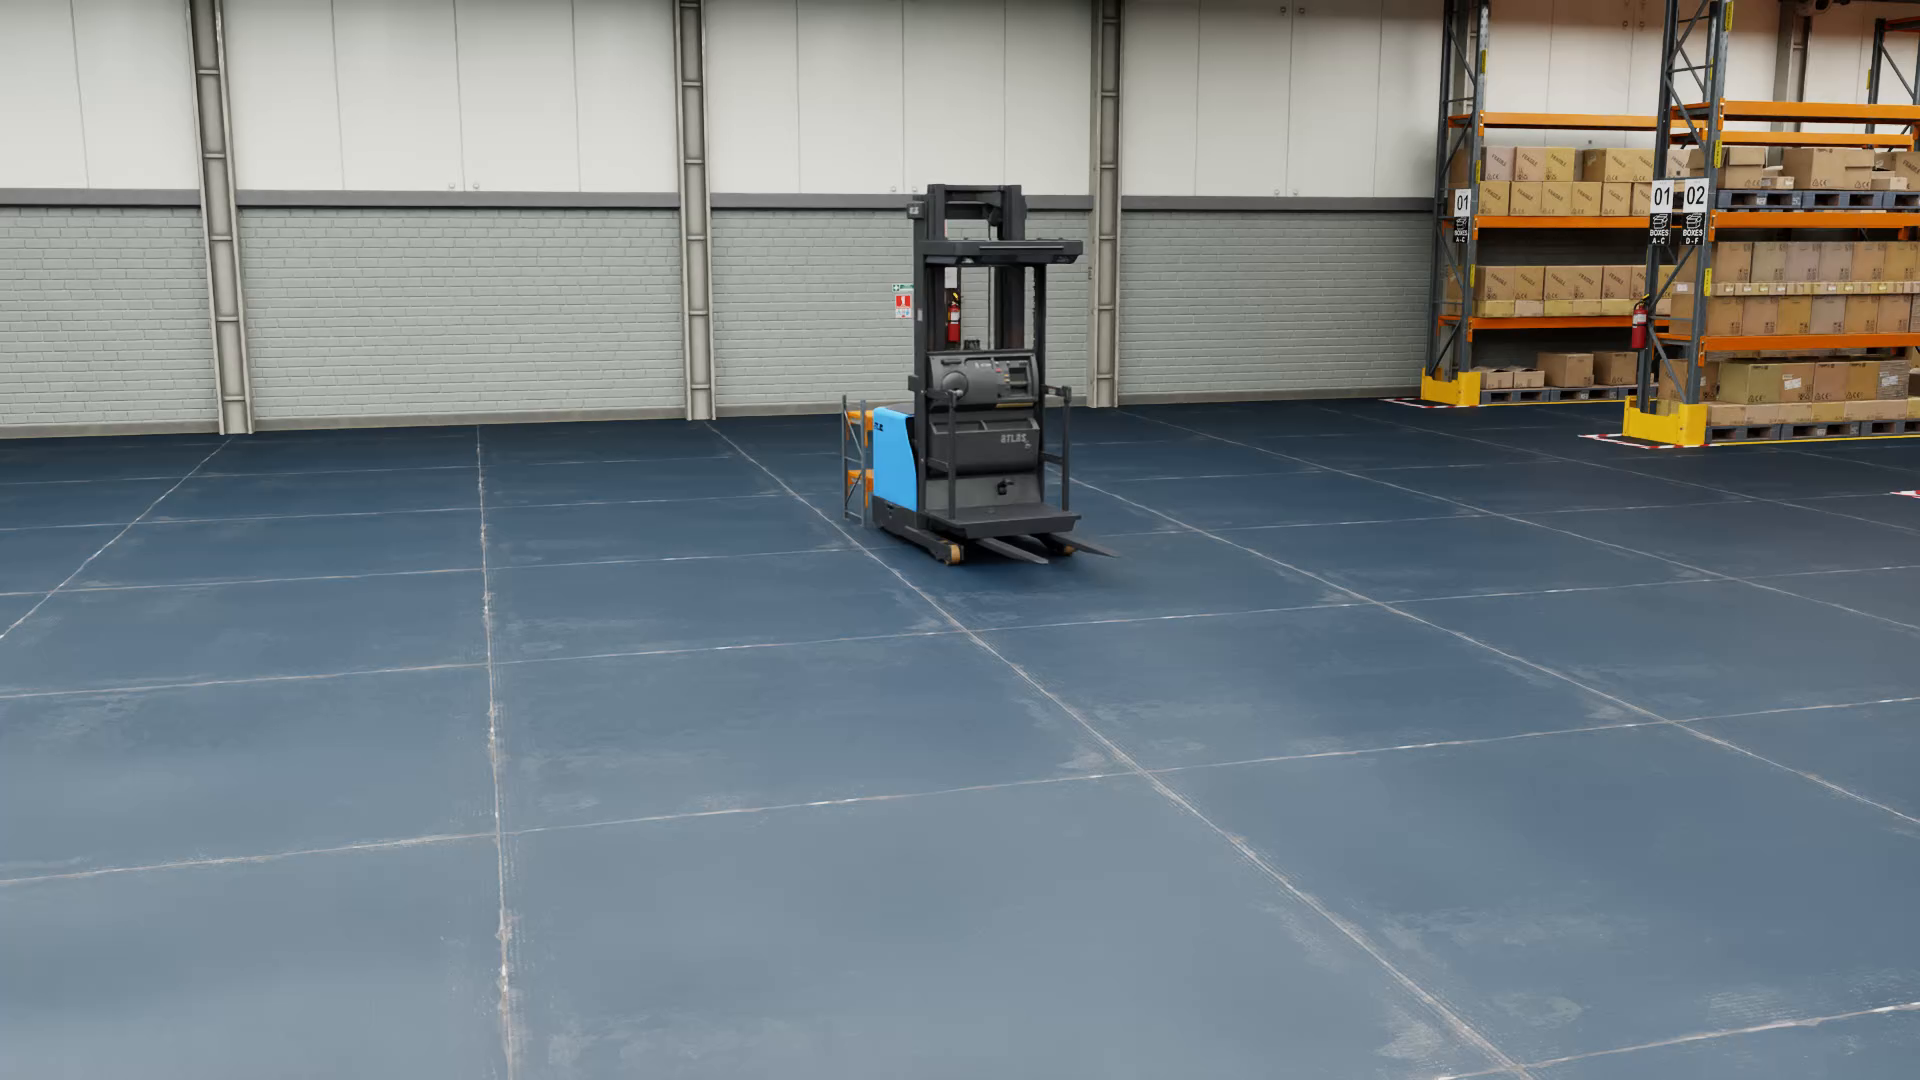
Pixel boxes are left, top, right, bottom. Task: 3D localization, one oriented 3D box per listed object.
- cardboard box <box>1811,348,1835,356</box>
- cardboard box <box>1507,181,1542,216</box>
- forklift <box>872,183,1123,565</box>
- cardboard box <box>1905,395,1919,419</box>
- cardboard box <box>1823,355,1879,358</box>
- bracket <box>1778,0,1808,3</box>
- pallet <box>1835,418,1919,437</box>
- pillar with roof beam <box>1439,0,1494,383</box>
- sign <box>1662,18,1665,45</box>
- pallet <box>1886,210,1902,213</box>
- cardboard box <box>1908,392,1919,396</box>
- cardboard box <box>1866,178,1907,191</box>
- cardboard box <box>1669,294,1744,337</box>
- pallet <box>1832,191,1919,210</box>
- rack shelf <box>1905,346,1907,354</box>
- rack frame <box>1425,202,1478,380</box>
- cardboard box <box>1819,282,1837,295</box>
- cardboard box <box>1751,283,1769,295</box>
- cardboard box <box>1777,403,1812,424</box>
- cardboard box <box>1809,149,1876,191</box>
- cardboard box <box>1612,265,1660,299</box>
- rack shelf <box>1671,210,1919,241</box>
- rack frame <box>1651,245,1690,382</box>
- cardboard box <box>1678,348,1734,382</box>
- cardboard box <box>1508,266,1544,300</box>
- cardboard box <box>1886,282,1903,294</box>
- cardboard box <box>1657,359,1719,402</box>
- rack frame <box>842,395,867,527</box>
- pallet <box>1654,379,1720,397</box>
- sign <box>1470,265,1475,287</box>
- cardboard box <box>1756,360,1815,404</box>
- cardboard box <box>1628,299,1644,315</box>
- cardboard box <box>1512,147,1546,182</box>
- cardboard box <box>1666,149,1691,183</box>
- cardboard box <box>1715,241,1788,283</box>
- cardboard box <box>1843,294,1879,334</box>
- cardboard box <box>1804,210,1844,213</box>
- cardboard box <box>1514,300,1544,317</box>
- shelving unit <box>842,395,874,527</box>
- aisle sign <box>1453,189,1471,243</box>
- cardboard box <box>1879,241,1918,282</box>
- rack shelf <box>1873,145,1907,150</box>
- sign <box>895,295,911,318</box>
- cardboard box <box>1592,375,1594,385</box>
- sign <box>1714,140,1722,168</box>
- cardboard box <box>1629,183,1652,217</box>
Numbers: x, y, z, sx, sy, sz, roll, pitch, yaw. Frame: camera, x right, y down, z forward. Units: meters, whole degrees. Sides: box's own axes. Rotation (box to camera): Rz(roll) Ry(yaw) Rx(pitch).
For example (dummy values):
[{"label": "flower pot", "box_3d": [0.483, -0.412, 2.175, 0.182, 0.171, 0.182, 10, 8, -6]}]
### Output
[{"label": "cardboard box", "box_3d": [13.934, -2.936, 27.401, 0.500, 0.500, 0.700, -3, 11, -16]}, {"label": "cardboard box", "box_3d": [8.374, -5.125, 24.982, 0.500, 0.500, 0.500, -2, 11, -12]}, {"label": "forklift", "box_3d": [0.284, -1.331, 13.183, 1.130, 2.935, 3.031, -5, 11, -23]}, {"label": "cardboard box", "box_3d": [12.302, -1.730, 21.594, 0.500, 0.250, 0.500, -3, 11, -16]}, {"label": "cardboard box", "box_3d": [11.675, -2.165, 21.884, 0.500, 0.500, 0.500, -3, 11, -16]}, {"label": "bracket", "box_3d": [13.349, -8.723, 26.635, 0.430, 0.232, 0.235, -3, 11, -16]}, {"label": "pallet", "box_3d": [11.911, -1.533, 21.791, 1.213, 0.211, 1.003, -3, 11, -16]}, {"label": "pillar with roof beam", "box_3d": [9.091, -5.984, 21.695, 0.548, 9.000, 9.100, -3, 11, -16]}, {"label": "sign", "box_3d": [8.707, -6.279, 20.499, 0.005, 0.325, 0.100, -3, 11, -16]}, {"label": "pallet", "box_3d": [15.742, -5.425, 27.466, 1.003, 0.211, 1.213, -2, 11, -13]}, {"label": "cardboard box", "box_3d": [13.003, -1.863, 22.316, 0.500, 0.250, 0.500, -3, 11, -16]}, {"label": "cardboard box", "box_3d": [11.604, -4.456, 20.828, 0.250, 0.149, 0.380, -3, 11, -16]}, {"label": "cardboard box", "box_3d": [9.297, -2.806, 20.725, 0.500, 0.500, 0.700, -3, 11, -16]}, {"label": "pallet", "box_3d": [11.874, -4.321, 21.195, 1.213, 0.211, 1.003, -3, 11, -16]}, {"label": "rack shelf", "box_3d": [14.606, -2.685, 22.332, 4.000, 0.370, 1.077, -3, 11, -16]}, {"label": "rack frame", "box_3d": [7.457, -3.596, 25.294, 0.127, 3.000, 1.000, -3, 11, -16]}, {"label": "cardboard box", "box_3d": [10.758, -3.163, 20.876, 0.250, 0.149, 0.380, -3, 11, -15]}, {"label": "cardboard box", "box_3d": [9.775, -3.112, 20.597, 0.250, 0.149, 0.380, -3, 11, -16]}, {"label": "cardboard box", "box_3d": [10.382, -1.629, 21.044, 0.500, 0.250, 0.500, -3, 11, -16]}, {"label": "cardboard box", "box_3d": [11.069, -4.677, 21.052, 0.637, 0.503, 0.797, -2, 11, -10]}, {"label": "cardboard box", "box_3d": [10.453, -3.999, 25.773, 0.500, 0.500, 0.500, -3, 11, -16]}, {"label": "rack shelf", "box_3d": [10.766, -3.958, 20.961, 4.000, 0.370, 1.077, -3, 11, -16]}, {"label": "rack frame", "box_3d": [11.298, -3.798, 26.394, 0.127, 3.000, 1.000, -3, 11, -16]}, {"label": "cardboard box", "box_3d": [12.000, -2.825, 26.799, 0.500, 0.500, 0.700, -3, 11, -14]}, {"label": "cardboard box", "box_3d": [8.477, -3.896, 25.212, 0.500, 0.500, 0.500, -3, 11, -16]}, {"label": "cardboard box", "box_3d": [11.744, -3.215, 21.159, 0.250, 0.149, 0.380, -3, 11, -16]}, {"label": "cardboard box", "box_3d": [9.277, -2.037, 21.189, 0.500, 0.500, 0.500, -3, 11, -16]}, {"label": "rack frame", "box_3d": [-0.941, -0.705, 14.766, 0.032, 1.125, 0.500, -5, 11, -25]}, {"label": "pallet", "box_3d": [12.045, -2.467, 26.862, 1.213, 0.211, 1.003, -3, 11, -16]}, {"label": "sign", "box_3d": [7.609, -3.927, 24.704, 0.005, 0.325, 0.100, -3, 11, -16]}, {"label": "cardboard box", "box_3d": [10.378, -2.000, 20.987, 0.500, 0.500, 0.500, -3, 11, -16]}, {"label": "cardboard box", "box_3d": [10.447, -3.634, 25.860, 0.500, 0.250, 0.500, -3, 11, -16]}, {"label": "cardboard box", "box_3d": [8.391, -5.616, 24.888, 0.500, 0.500, 0.500, -3, 11, -17]}, {"label": "cardboard box", "box_3d": [10.892, -5.752, 25.627, 0.500, 0.500, 0.500, -4, 11, -21]}, {"label": "cardboard box", "box_3d": [9.851, -3.474, 20.772, 0.500, 0.500, 0.700, -3, 11, -17]}, {"label": "cardboard box", "box_3d": [11.274, -2.910, 21.295, 0.500, 0.500, 0.700, -3, 11, -15]}, {"label": "cardboard box", "box_3d": [13.868, -5.487, 26.942, 0.637, 0.503, 0.797, -1, 11, -8]}, {"label": "cardboard box", "box_3d": [8.509, -3.530, 25.297, 0.500, 0.250, 0.500, -3, 11, -18]}, {"label": "shelving unit", "box_3d": [-0.480, -0.744, 14.977, 1.048, 1.125, 0.538, -5, 11, -25]}, {"label": "aisle sign", "box_3d": [7.472, -4.819, 24.756, 0.004, 0.787, 0.394, -3, 11, -16]}, {"label": "cardboard box", "box_3d": [11.777, -3.575, 21.323, 0.500, 0.500, 0.700, -3, 11, -16]}, {"label": "rack shelf", "box_3d": [17.059, -6.502, 27.601, 4.000, 0.370, 1.077, -3, 11, -16]}, {"label": "sign", "box_3d": [-0.817, -3.367, 23.953, 0.234, 0.329, 0.001, -3, 11, -16]}, {"label": "cardboard box", "box_3d": [9.756, -2.535, 26.192, 0.250, 0.149, 0.380, -4, 11, -21]}, {"label": "sign", "box_3d": [8.995, -4.582, 19.734, 0.005, 0.325, 0.100, -3, 11, -16]}, {"label": "cardboard box", "box_3d": [10.393, -5.241, 25.612, 0.500, 0.500, 0.500, -4, 11, -21]}]
